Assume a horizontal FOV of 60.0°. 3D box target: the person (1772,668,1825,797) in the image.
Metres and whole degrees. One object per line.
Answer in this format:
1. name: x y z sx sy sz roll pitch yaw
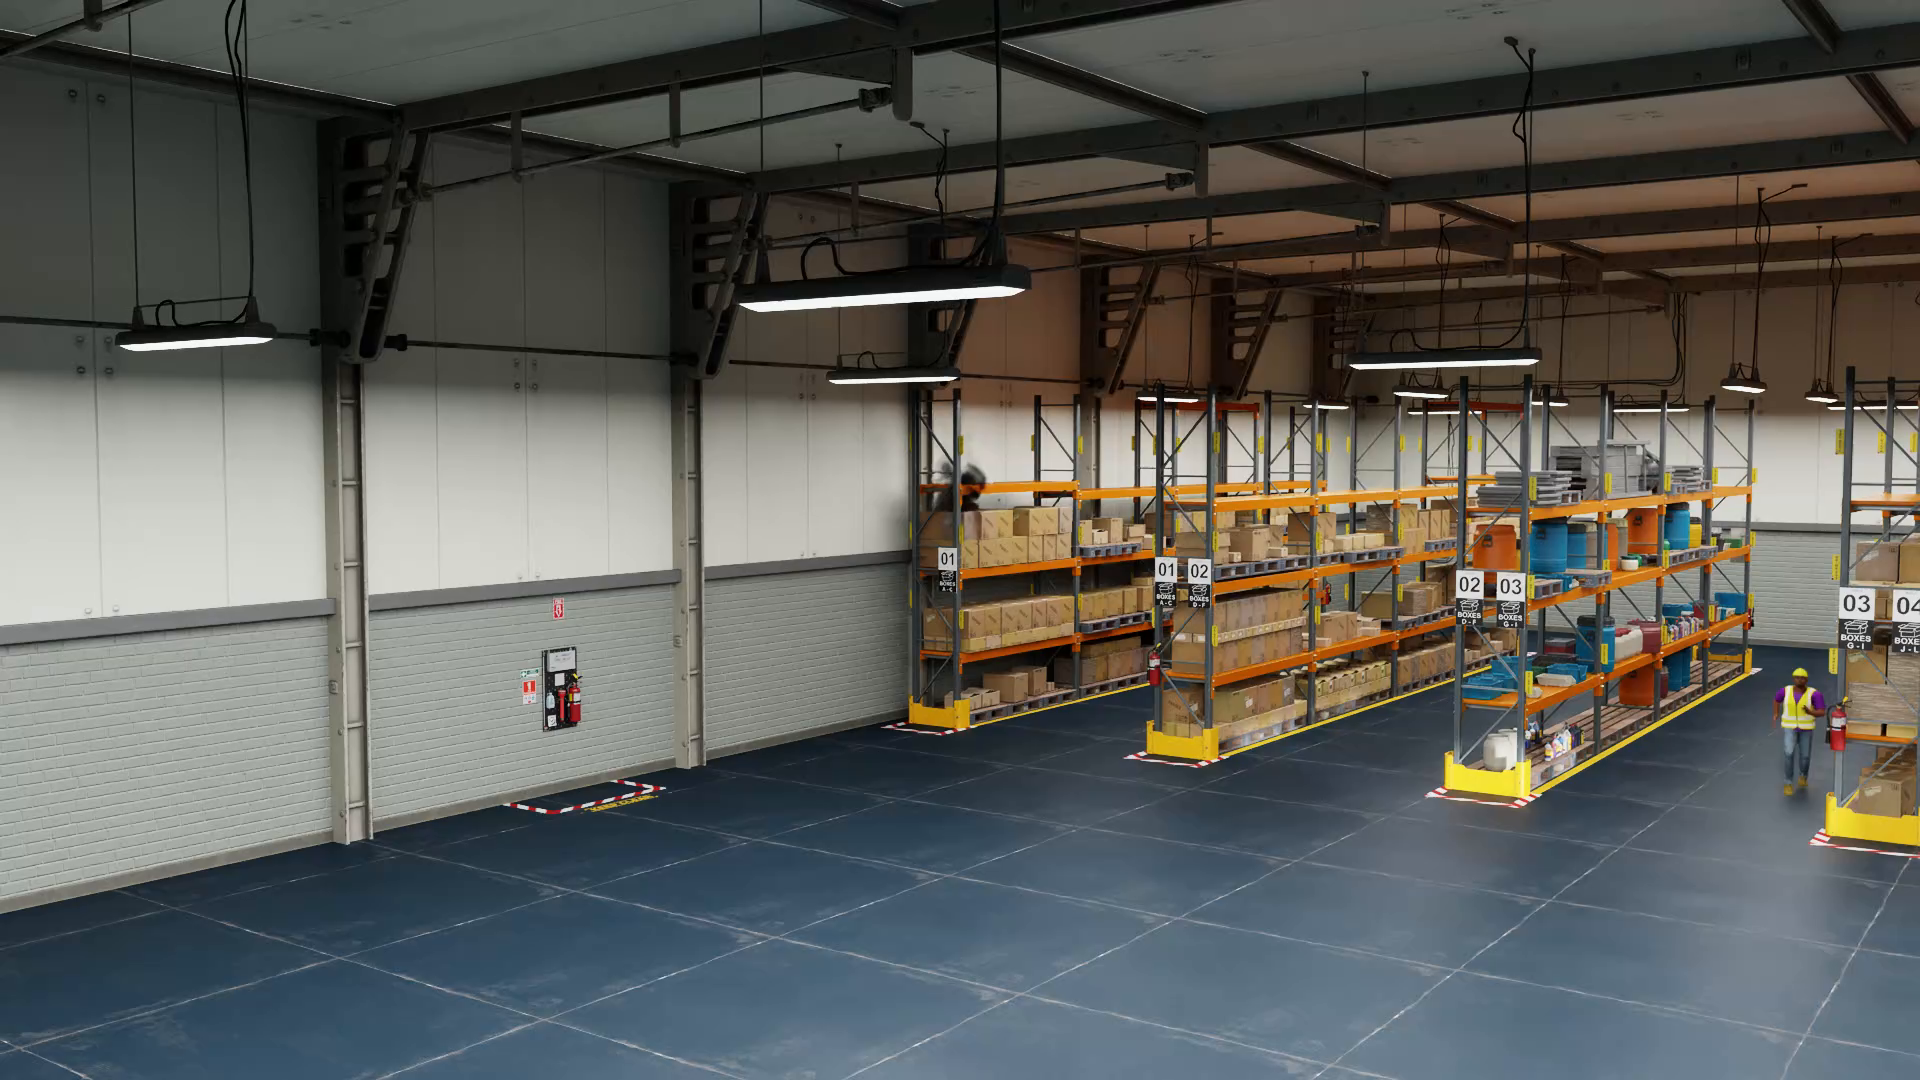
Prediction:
1. person: 12.065 2.745 23.934 0.677 1.821 0.820 2 4 28
